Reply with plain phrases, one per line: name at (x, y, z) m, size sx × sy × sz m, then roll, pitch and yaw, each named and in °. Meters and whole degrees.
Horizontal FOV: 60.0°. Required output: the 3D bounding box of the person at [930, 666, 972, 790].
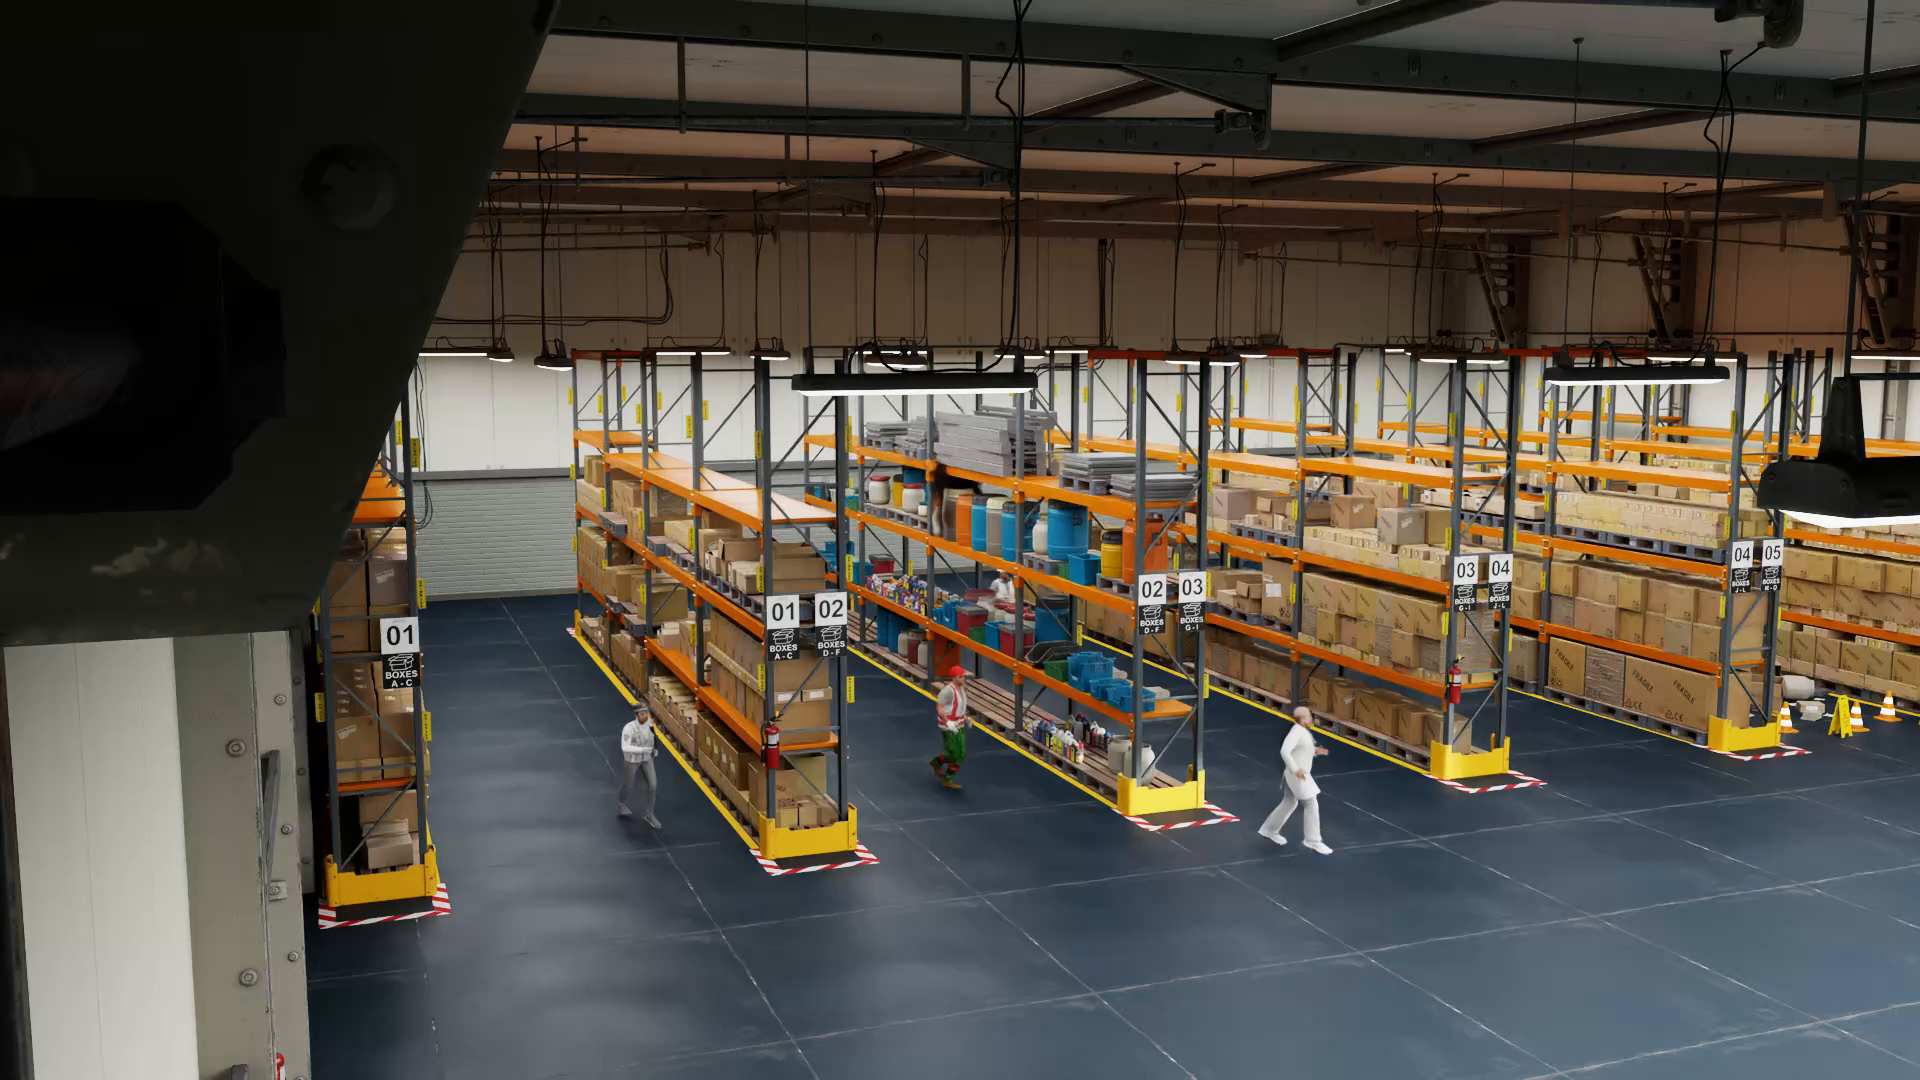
person at (-0.174, 2.597, 23.244) m, size 0.625 × 1.735 × 0.649 m, roll 6°, pitch 9°, yaw 38°

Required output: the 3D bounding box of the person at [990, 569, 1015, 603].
person at (0.855, 1.339, 31.867) m, size 0.631 × 1.789 × 0.810 m, roll -3°, pitch 8°, yaw -22°

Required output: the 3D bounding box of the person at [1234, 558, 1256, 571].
person at (7.106, 0.360, 41.314) m, size 0.648 × 1.718 × 0.711 m, roll 1°, pitch 7°, yaw 4°

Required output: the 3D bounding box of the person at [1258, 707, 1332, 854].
person at (4.110, 2.926, 20.292) m, size 0.896 × 1.824 × 0.749 m, roll 1°, pitch 7°, yaw 9°

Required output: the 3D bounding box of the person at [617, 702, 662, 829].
person at (-4.158, 2.858, 21.453) m, size 0.598 × 1.660 × 0.942 m, roll -5°, pitch 9°, yaw -36°
